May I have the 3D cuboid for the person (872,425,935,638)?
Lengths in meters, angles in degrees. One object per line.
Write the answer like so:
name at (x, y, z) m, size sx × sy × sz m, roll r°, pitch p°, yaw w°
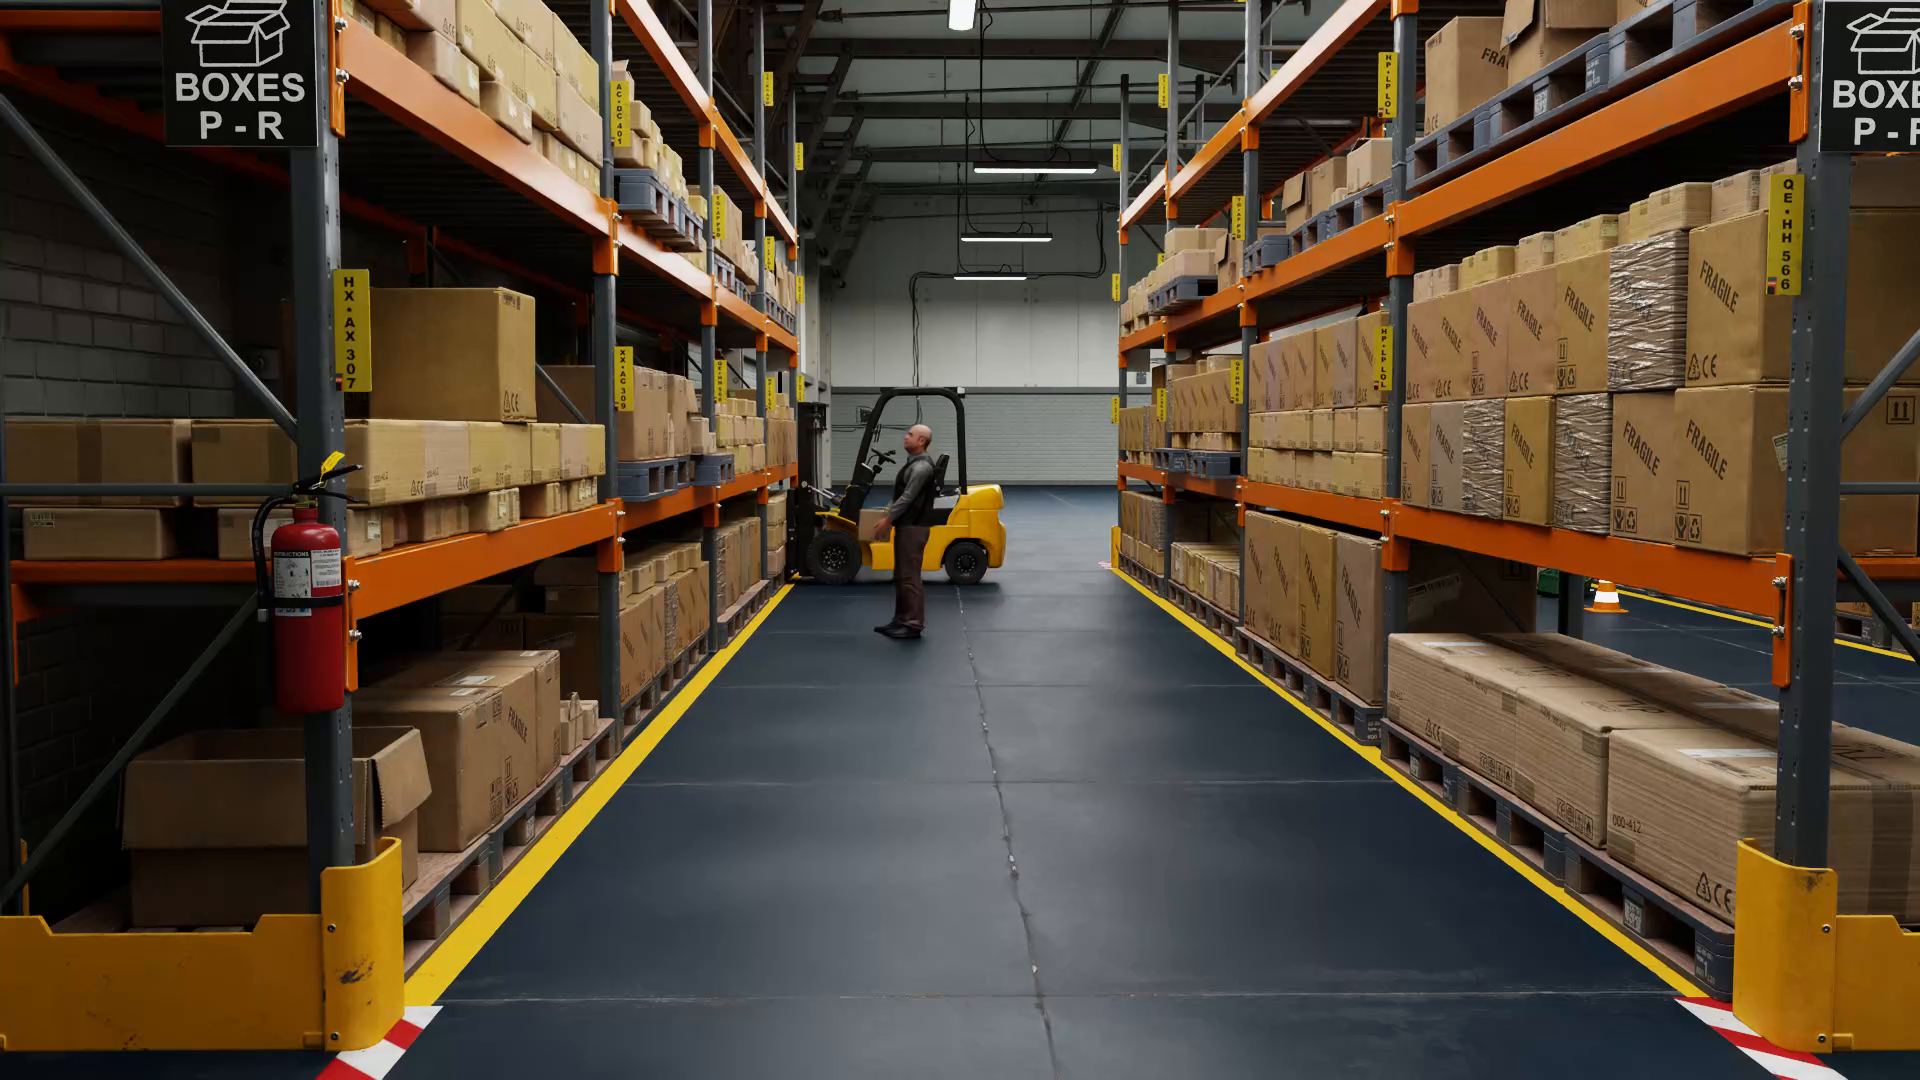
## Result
person at (-0.459, -0.073, 13.498) m, size 0.521 × 1.726 × 0.546 m, roll 0°, pitch 4°, yaw -6°
